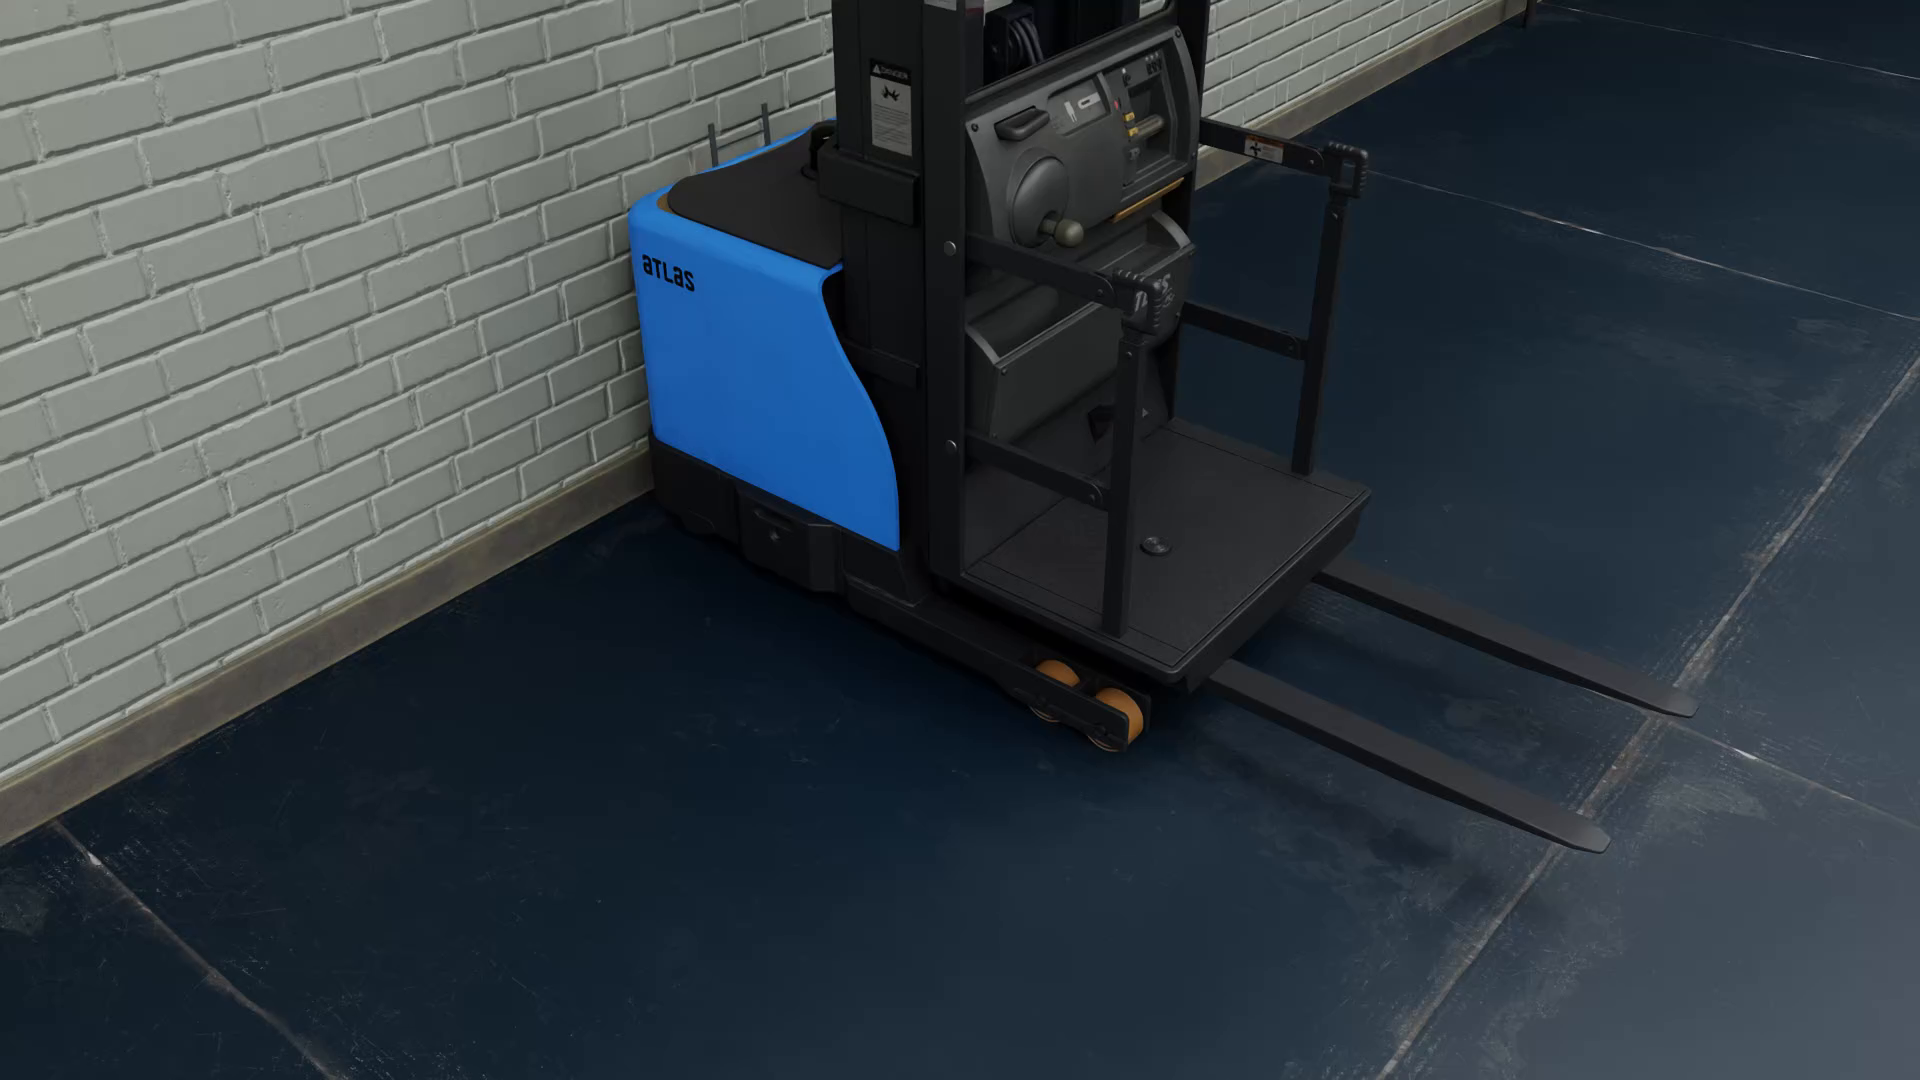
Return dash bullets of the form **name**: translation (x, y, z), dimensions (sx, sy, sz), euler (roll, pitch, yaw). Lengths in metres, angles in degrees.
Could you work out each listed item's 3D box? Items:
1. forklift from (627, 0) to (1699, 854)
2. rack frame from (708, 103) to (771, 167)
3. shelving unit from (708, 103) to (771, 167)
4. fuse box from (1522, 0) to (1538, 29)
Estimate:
- **forklift**: translation (0.494, -0.987, 4.098), dimensions (3.031, 2.935, 1.130), euler (24, 41, 31)
- **rack frame**: translation (-0.648, -0.778, 5.318), dimensions (0.006, 1.200, 0.240), euler (24, 41, 33)
- **shelving unit**: translation (-0.718, -0.809, 5.368), dimensions (0.189, 1.200, 0.258), euler (24, 41, 33)
- **fuse box**: translation (3.287, -3.642, 9.042), dimensions (0.414, 1.711, 0.539), euler (25, 42, 32)
